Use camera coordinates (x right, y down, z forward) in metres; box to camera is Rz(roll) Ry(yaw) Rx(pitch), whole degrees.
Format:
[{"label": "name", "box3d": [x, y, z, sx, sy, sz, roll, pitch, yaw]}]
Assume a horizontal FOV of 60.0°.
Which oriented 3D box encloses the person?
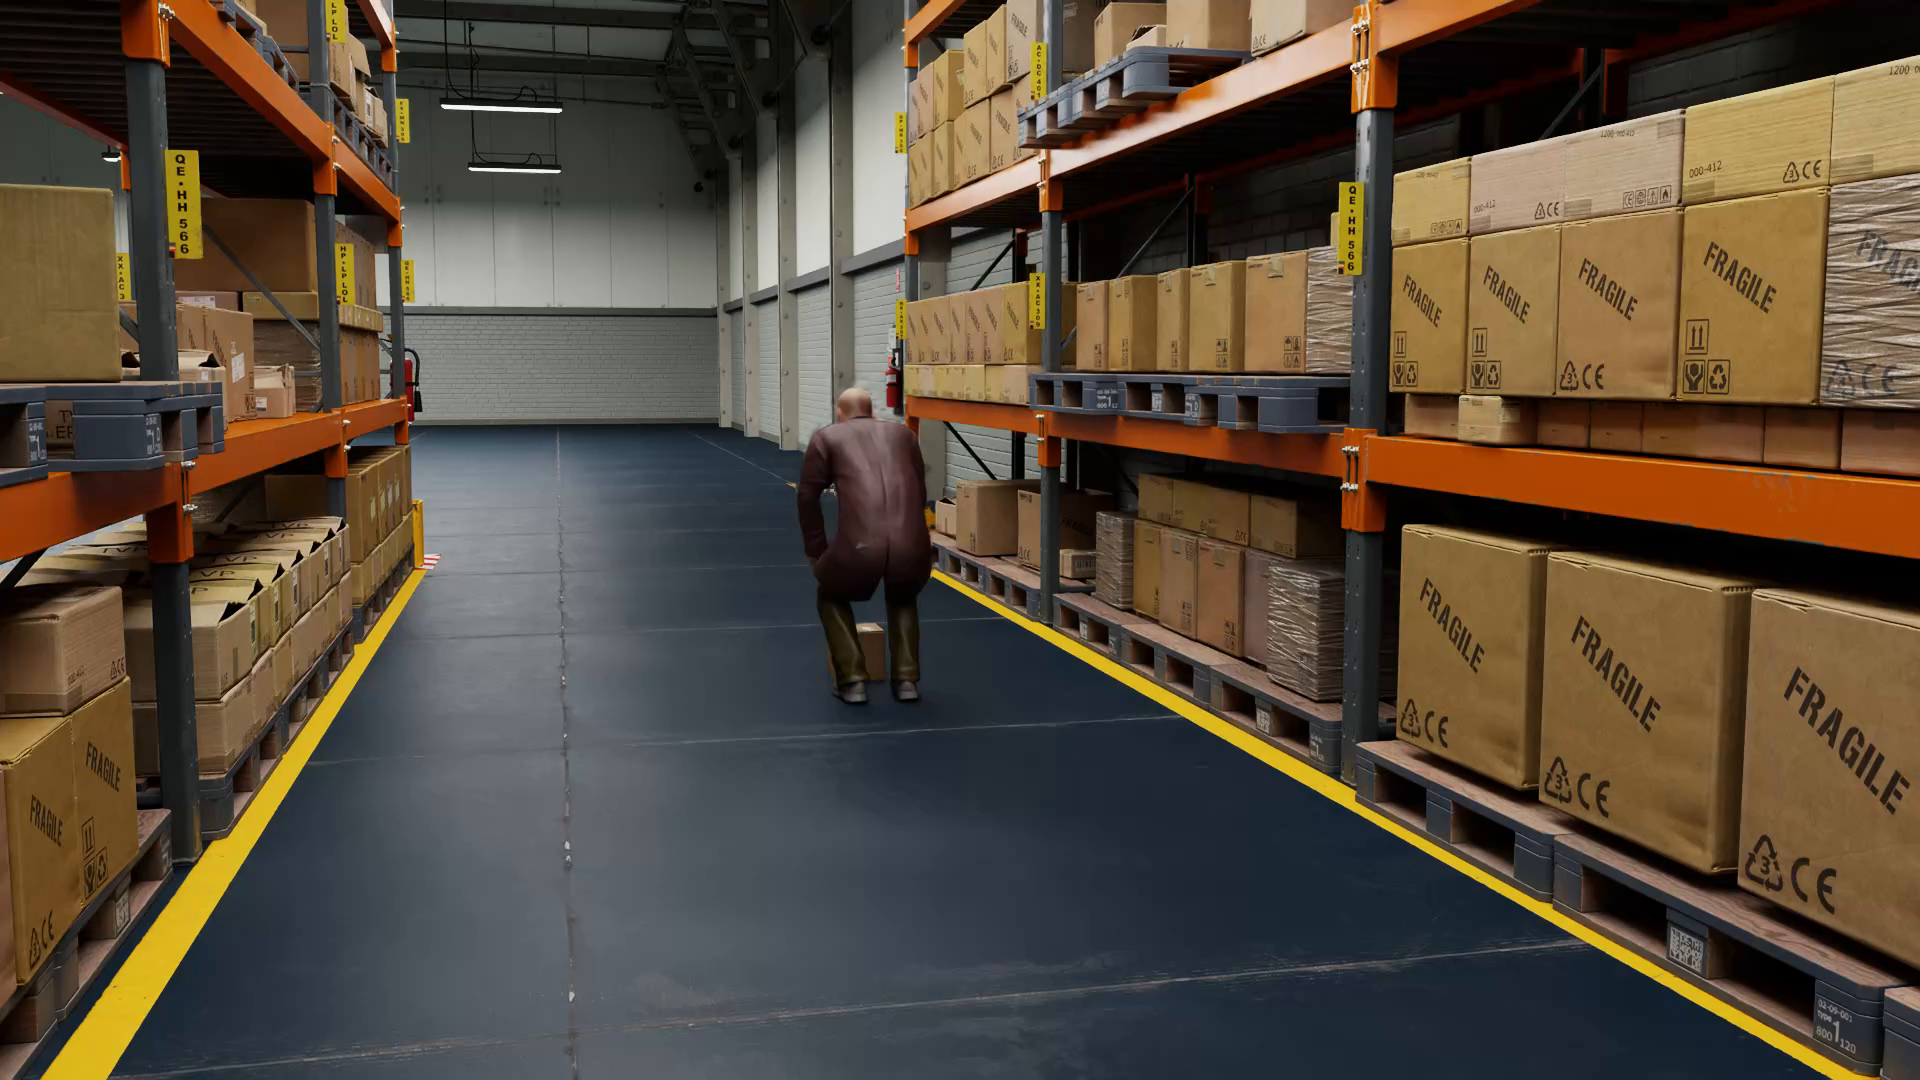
[{"label": "person", "box3d": [-0.439, 0.020, 7.807, 0.630, 1.446, 0.701, -1, 6, -14]}]
